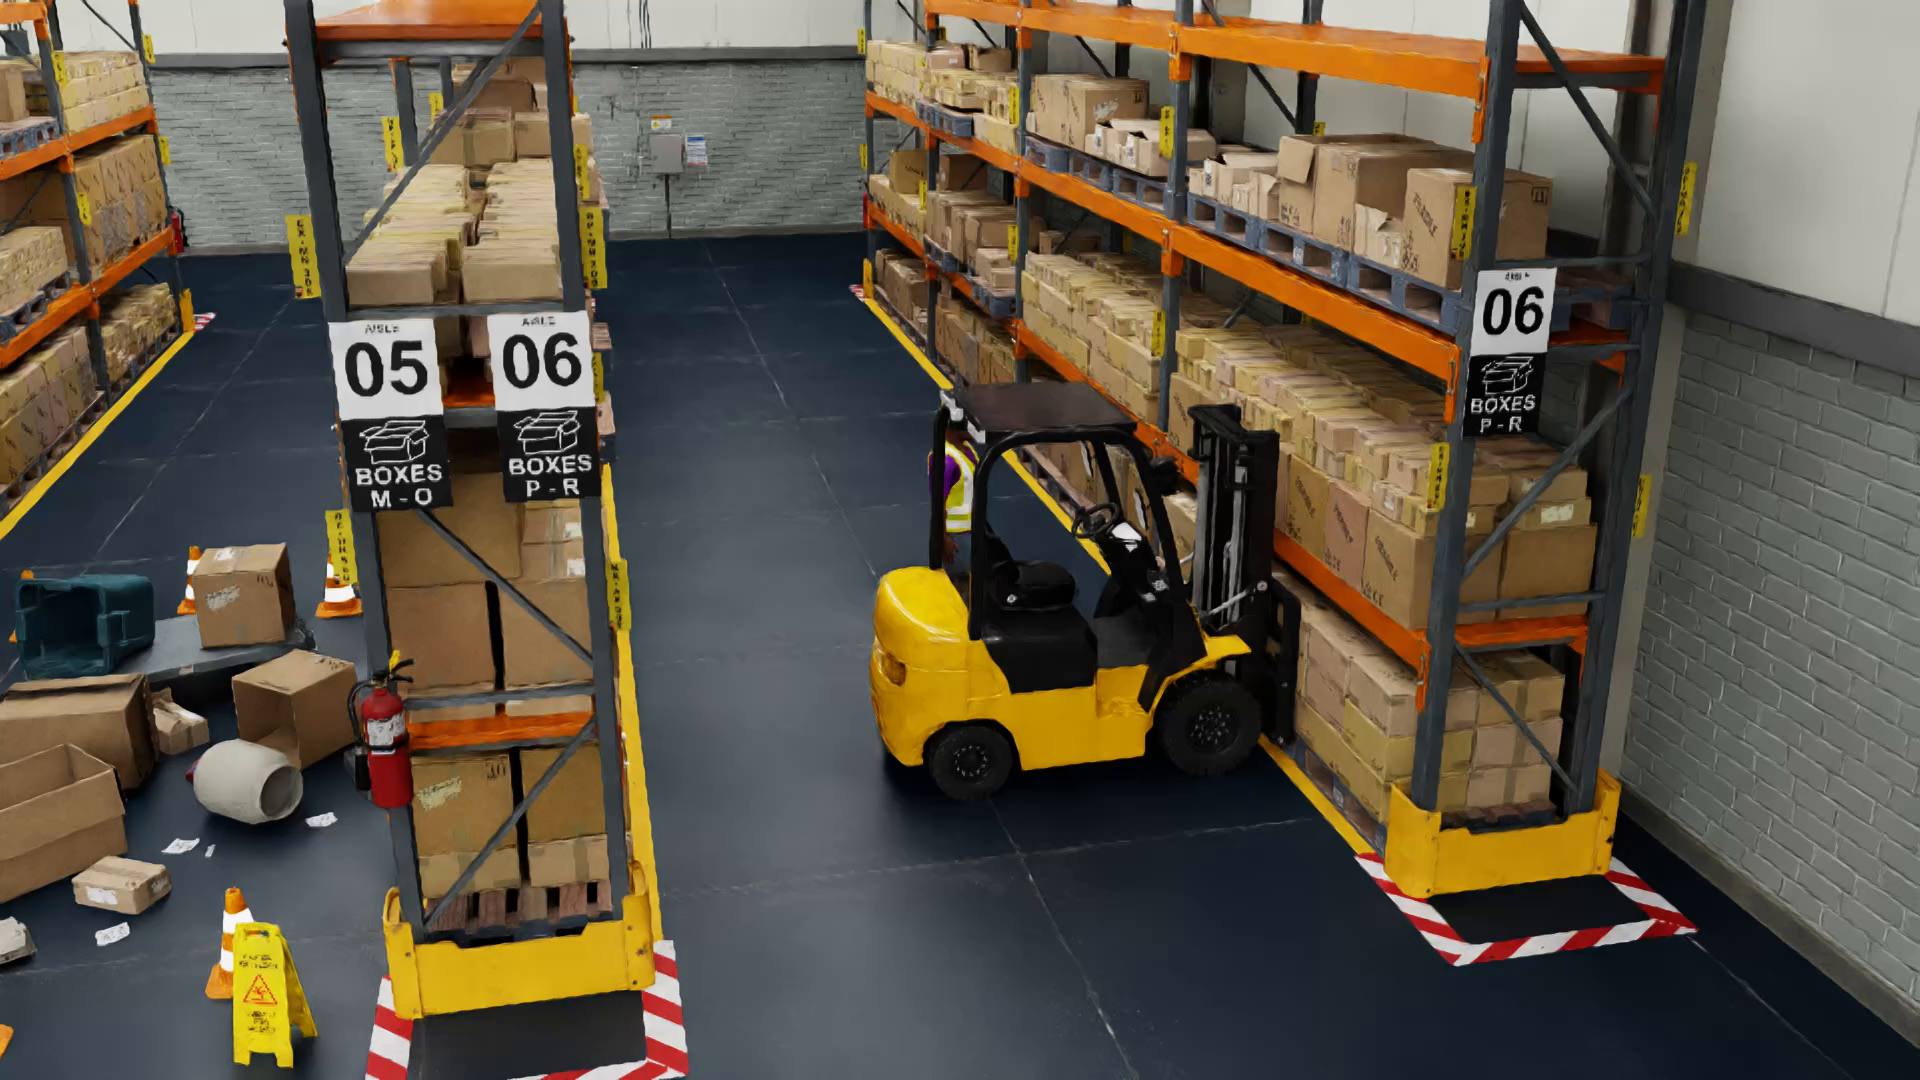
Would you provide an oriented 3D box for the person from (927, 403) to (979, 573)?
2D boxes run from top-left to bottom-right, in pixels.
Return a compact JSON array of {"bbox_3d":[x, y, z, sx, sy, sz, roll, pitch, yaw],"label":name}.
[{"bbox_3d":[0.015,-0.075,11.222,0.421,1.773,0.683,5,20,15],"label":"person"}]
